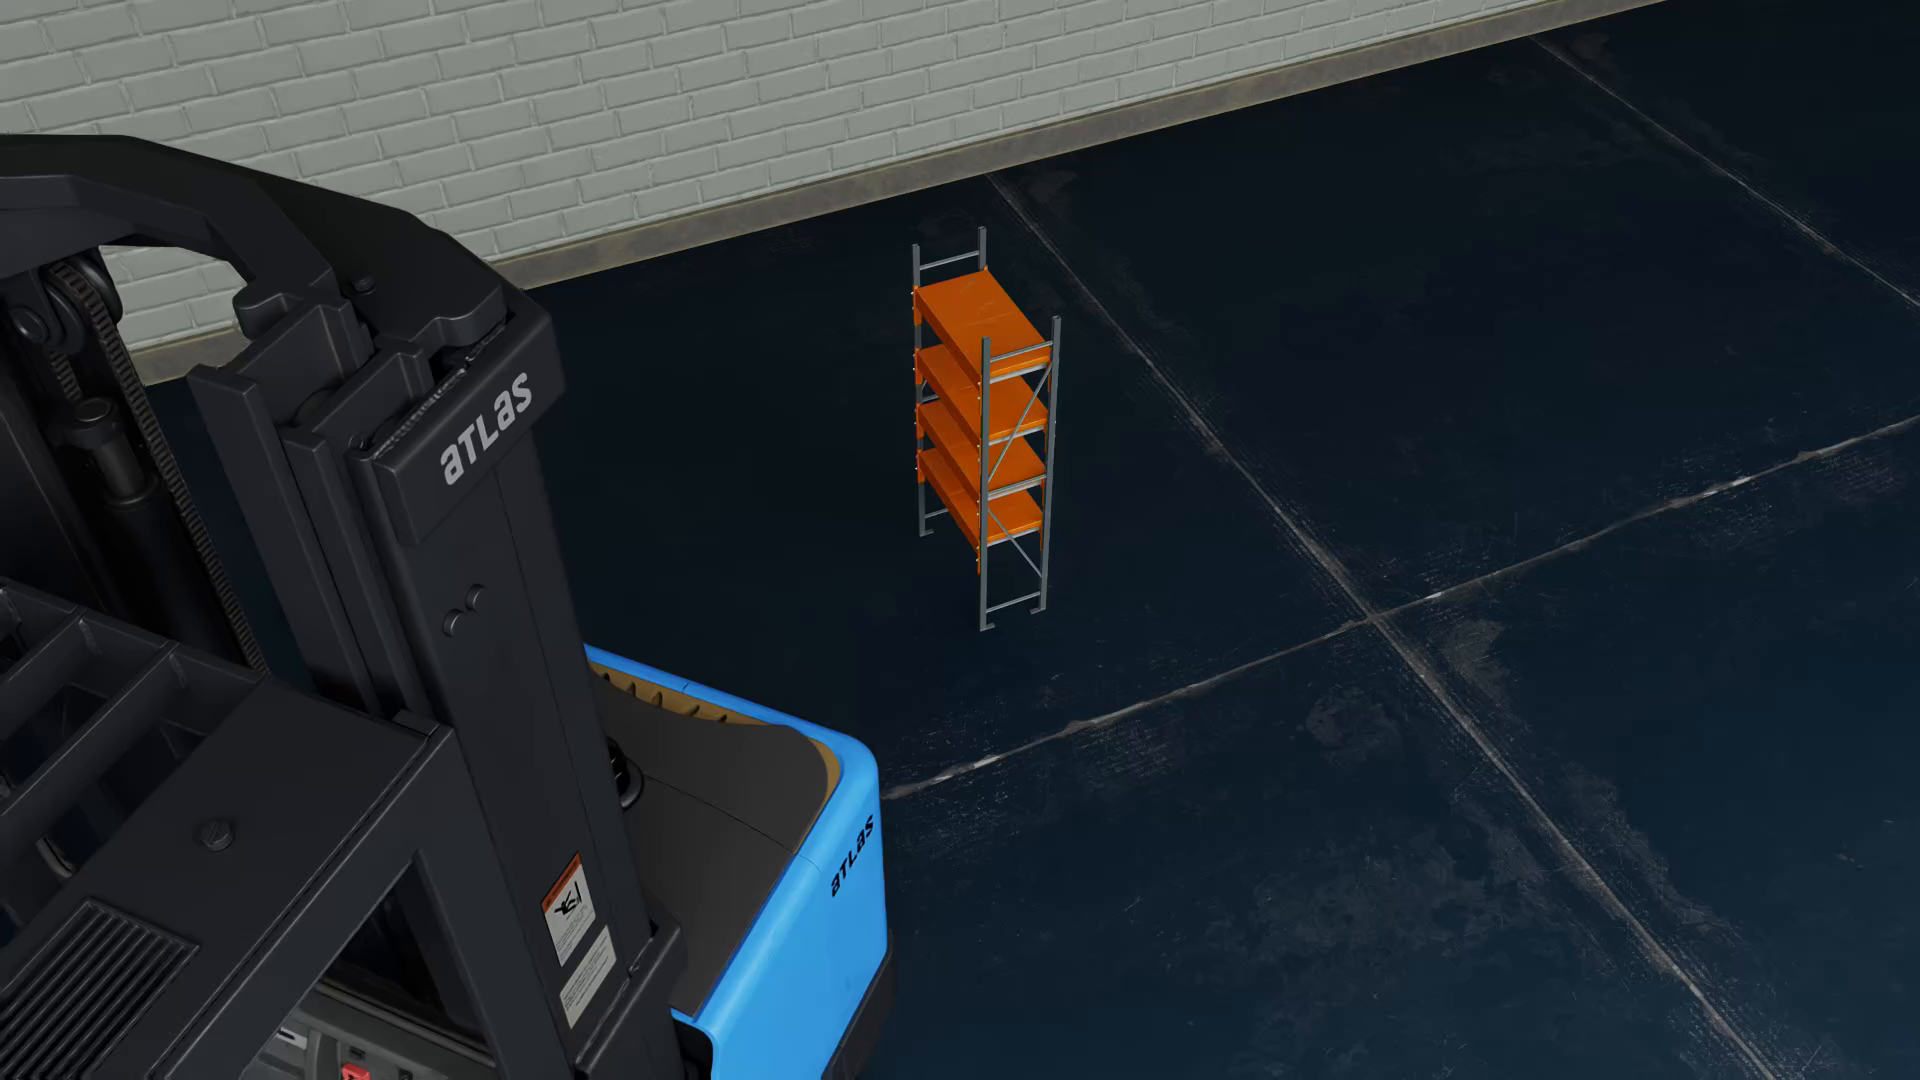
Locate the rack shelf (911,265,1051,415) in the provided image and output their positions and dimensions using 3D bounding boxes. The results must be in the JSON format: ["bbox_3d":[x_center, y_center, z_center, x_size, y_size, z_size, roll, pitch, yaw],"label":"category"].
[{"bbox_3d":[0.070,-0.601,4.946,0.258,0.148,0.480,-18,47,-17],"label":"rack shelf"}]

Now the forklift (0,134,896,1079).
[{"bbox_3d":[-1.220,1.001,2.649,1.130,2.935,3.031,17,47,16],"label":"forklift"}]

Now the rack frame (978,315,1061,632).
[{"bbox_3d":[0.172,-0.166,5.064,0.240,1.200,0.015,-18,47,-17],"label":"rack frame"}]

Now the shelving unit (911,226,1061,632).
[{"bbox_3d":[0.070,-0.322,5.222,0.258,1.200,0.503,-18,47,-17],"label":"shelving unit"}]

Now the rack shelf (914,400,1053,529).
[{"bbox_3d":[0.070,-0.274,5.269,0.258,0.148,0.480,-18,47,-17],"label":"rack shelf"}]

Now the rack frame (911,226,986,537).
[{"bbox_3d":[-0.033,-0.477,5.379,0.240,1.200,0.015,-18,47,-17],"label":"rack frame"}]

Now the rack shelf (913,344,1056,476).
[{"bbox_3d":[0.070,-0.433,5.112,0.258,0.148,0.480,-18,47,-17],"label":"rack shelf"}]

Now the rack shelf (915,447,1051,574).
[{"bbox_3d":[0.070,-0.132,5.408,0.258,0.148,0.480,-18,47,-17],"label":"rack shelf"}]
